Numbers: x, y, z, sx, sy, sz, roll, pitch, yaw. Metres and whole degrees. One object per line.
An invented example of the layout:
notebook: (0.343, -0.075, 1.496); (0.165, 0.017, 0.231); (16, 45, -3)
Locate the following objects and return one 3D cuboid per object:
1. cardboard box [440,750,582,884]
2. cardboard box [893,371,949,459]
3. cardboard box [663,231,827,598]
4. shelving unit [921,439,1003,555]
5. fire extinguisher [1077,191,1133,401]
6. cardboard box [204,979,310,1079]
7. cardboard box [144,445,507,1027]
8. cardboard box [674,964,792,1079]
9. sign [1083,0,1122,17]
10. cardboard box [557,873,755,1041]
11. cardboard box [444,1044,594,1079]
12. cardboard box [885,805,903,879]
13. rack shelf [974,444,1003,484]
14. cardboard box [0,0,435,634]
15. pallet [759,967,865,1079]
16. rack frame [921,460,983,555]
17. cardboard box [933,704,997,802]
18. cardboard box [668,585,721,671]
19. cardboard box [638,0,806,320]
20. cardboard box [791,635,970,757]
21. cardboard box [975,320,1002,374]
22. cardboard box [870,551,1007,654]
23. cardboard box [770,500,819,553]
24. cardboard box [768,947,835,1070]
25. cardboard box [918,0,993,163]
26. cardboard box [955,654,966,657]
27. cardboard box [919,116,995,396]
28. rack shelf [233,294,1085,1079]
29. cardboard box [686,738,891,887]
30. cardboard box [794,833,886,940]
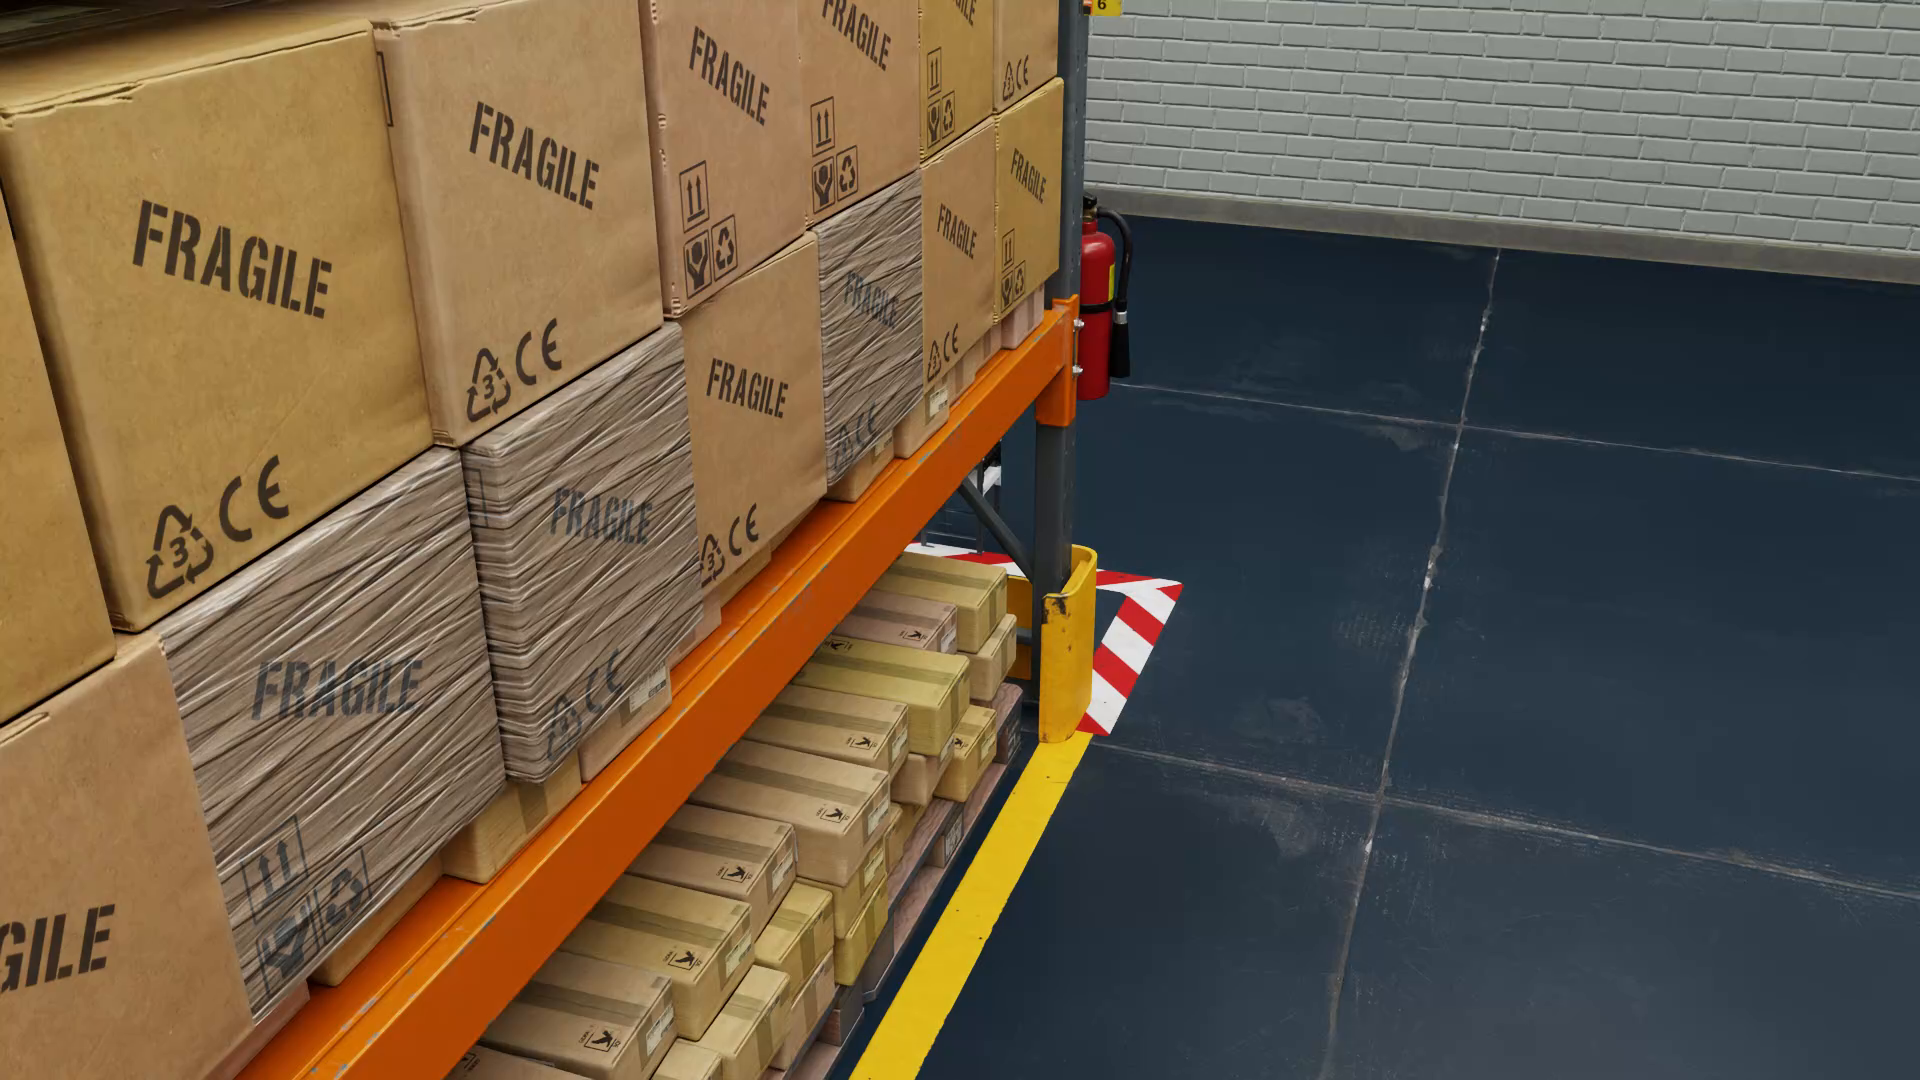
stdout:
cardboard box: (-0.784, 0.331, 2.413); (0.380, 0.149, 0.250); (9, 27, 18)
cardboard box: (-0.244, -0.320, 3.756); (0.380, 0.149, 0.250); (9, 27, 19)
cardboard box: (-0.571, -0.251, 2.870); (0.500, 0.500, 0.500); (10, 28, 20)
shelving unit: (0.003, -0.408, 6.061); (0.258, 0.900, 0.210); (9, 27, 17)
fire extinguisher: (0.367, -0.752, 4.878); (0.296, 0.674, 0.183); (9, 27, 17)
cardboard box: (-1.025, 0.536, 1.990); (0.380, 0.149, 0.250); (8, 27, 15)
cardboard box: (-0.923, 0.176, 1.989); (0.500, 0.500, 0.500); (9, 27, 17)
cardboard box: (-0.558, 0.949, 3.296); (0.380, 0.149, 0.250); (9, 27, 18)
sign: (0.365, -1.493, 4.199); (0.100, 0.325, 0.005); (9, 27, 17)
cardboard box: (-0.629, 0.802, 3.258); (0.380, 0.149, 0.250); (9, 27, 18)
cardboard box: (-0.761, 1.022, 2.804); (0.380, 0.149, 0.250); (9, 27, 19)
cardboard box: (-0.360, 0.743, 4.064); (0.380, 0.149, 0.250); (9, 27, 18)
rack shelf: (0.003, -0.297, 6.115); (0.258, 0.077, 0.200); (9, 27, 17)
cardboard box: (-0.945, -0.268, 1.759); (0.500, 0.500, 0.500); (8, 27, 16)
pallet: (-0.889, 1.197, 3.536); (1.003, 0.211, 1.213); (9, 27, 17)
rack frame: (-0.031, -0.367, 5.975); (0.240, 0.900, 0.006); (9, 27, 17)
cardboard box: (-0.121, 0.543, 4.476); (0.380, 0.149, 0.250); (10, 27, 19)
cardboard box: (-0.642, 0.105, 2.880); (0.380, 0.149, 0.250); (10, 28, 19)
cardboard box: (-0.576, -0.682, 2.612); (0.500, 0.500, 0.500); (8, 27, 16)
cardboard box: (-0.193, 0.382, 4.125); (0.380, 0.149, 0.250); (8, 27, 16)
cardboard box: (-0.112, -0.533, 4.197); (0.380, 0.149, 0.250); (9, 27, 17)
cardboard box: (-0.089, 0.163, 4.579); (0.380, 0.149, 0.250); (9, 27, 18)
cardboard box: (-0.506, -0.113, 3.330); (0.380, 0.149, 0.250); (8, 27, 15)
cardboard box: (-0.495, 0.966, 3.603); (0.380, 0.149, 0.250); (9, 27, 18)
cardboard box: (-0.238, -1.115, 3.506); (0.500, 0.500, 0.500); (8, 27, 16)
cardboard box: (-0.196, 0.400, 4.430); (0.380, 0.149, 0.250); (8, 27, 16)
cardboard box: (-0.235, -0.664, 3.723); (0.500, 0.500, 0.500); (8, 27, 17)
rack shelf: (-0.818, 0.228, 3.163); (1.077, 0.370, 4.000); (9, 27, 17)
cardboard box: (-0.376, 0.598, 3.679); (0.380, 0.149, 0.250); (10, 28, 19)
cardboard box: (-0.390, 0.729, 3.750); (0.380, 0.149, 0.250); (9, 27, 18)
